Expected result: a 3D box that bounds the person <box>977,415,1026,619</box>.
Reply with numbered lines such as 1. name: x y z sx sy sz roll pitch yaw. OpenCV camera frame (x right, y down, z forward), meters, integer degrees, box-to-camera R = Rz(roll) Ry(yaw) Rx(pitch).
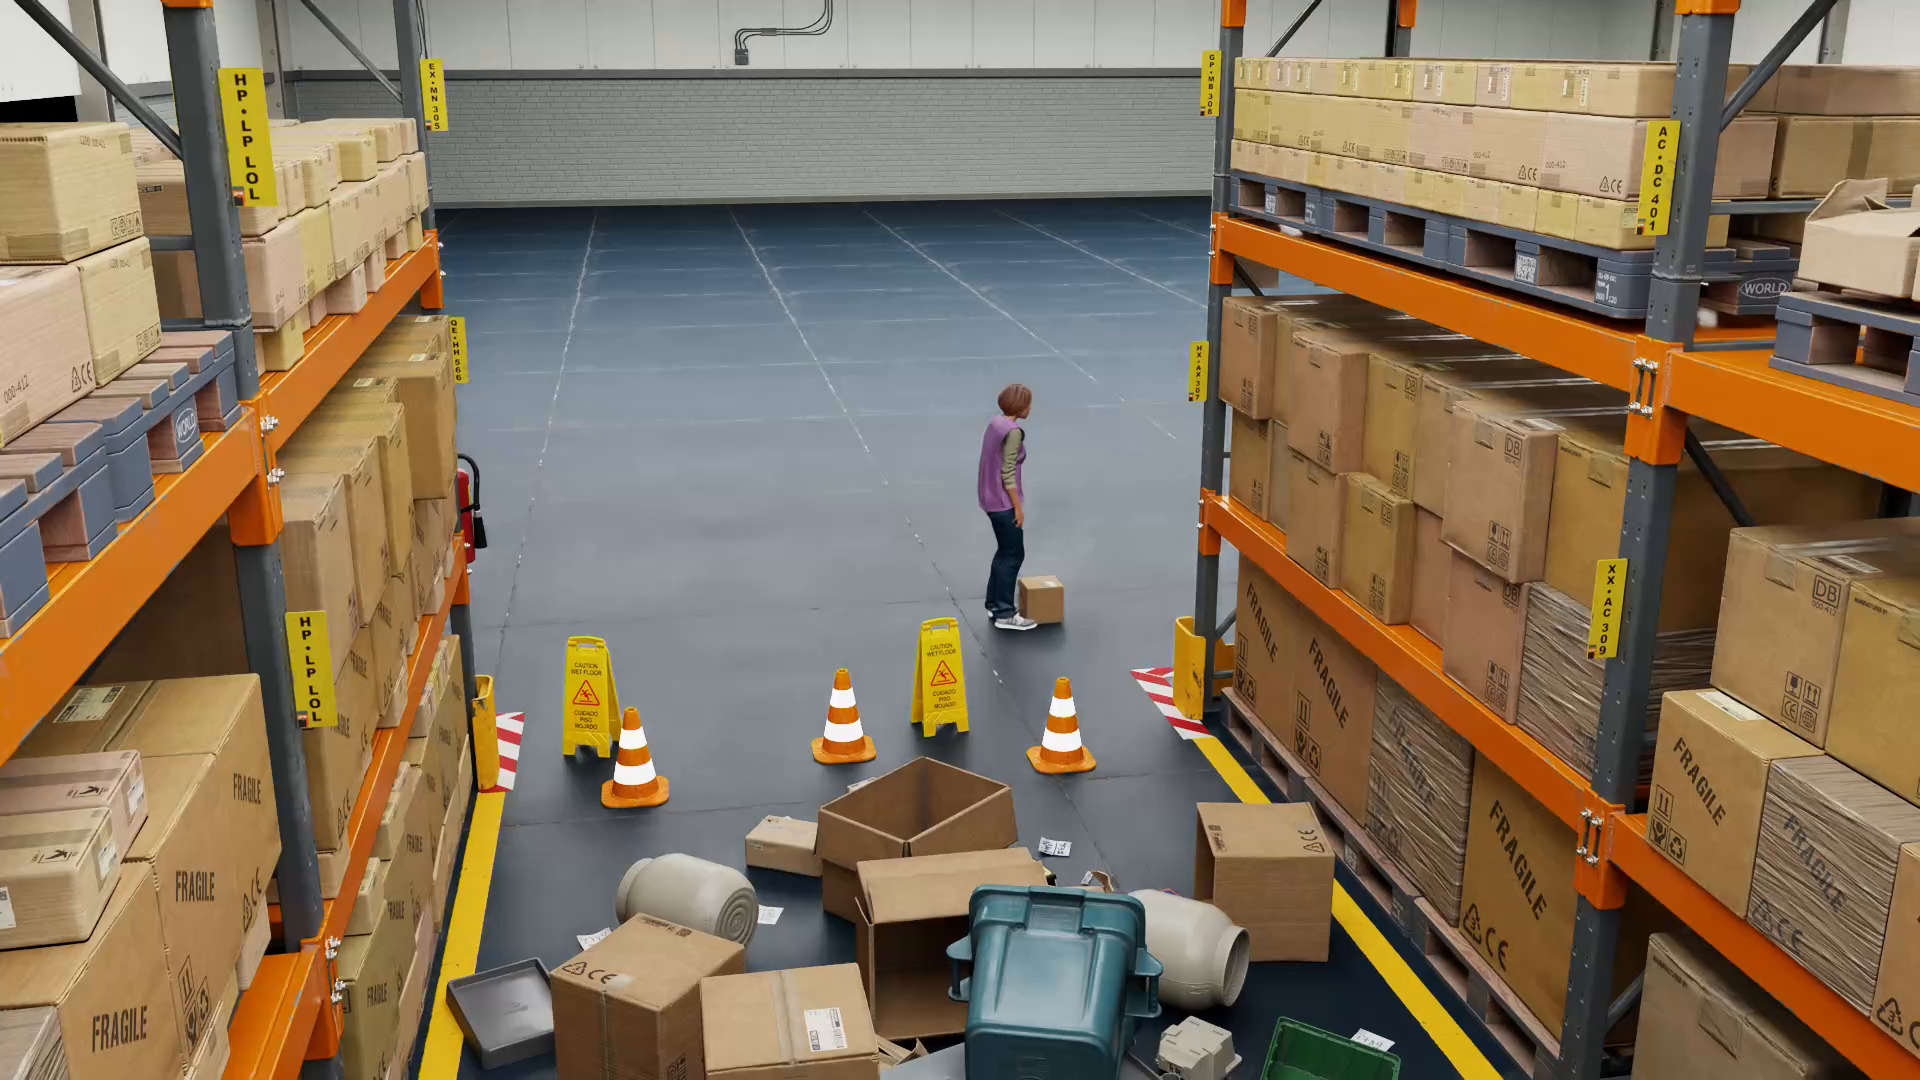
1. person: 0.271 -0.162 10.837 0.290 1.326 0.457 -4 17 -13
